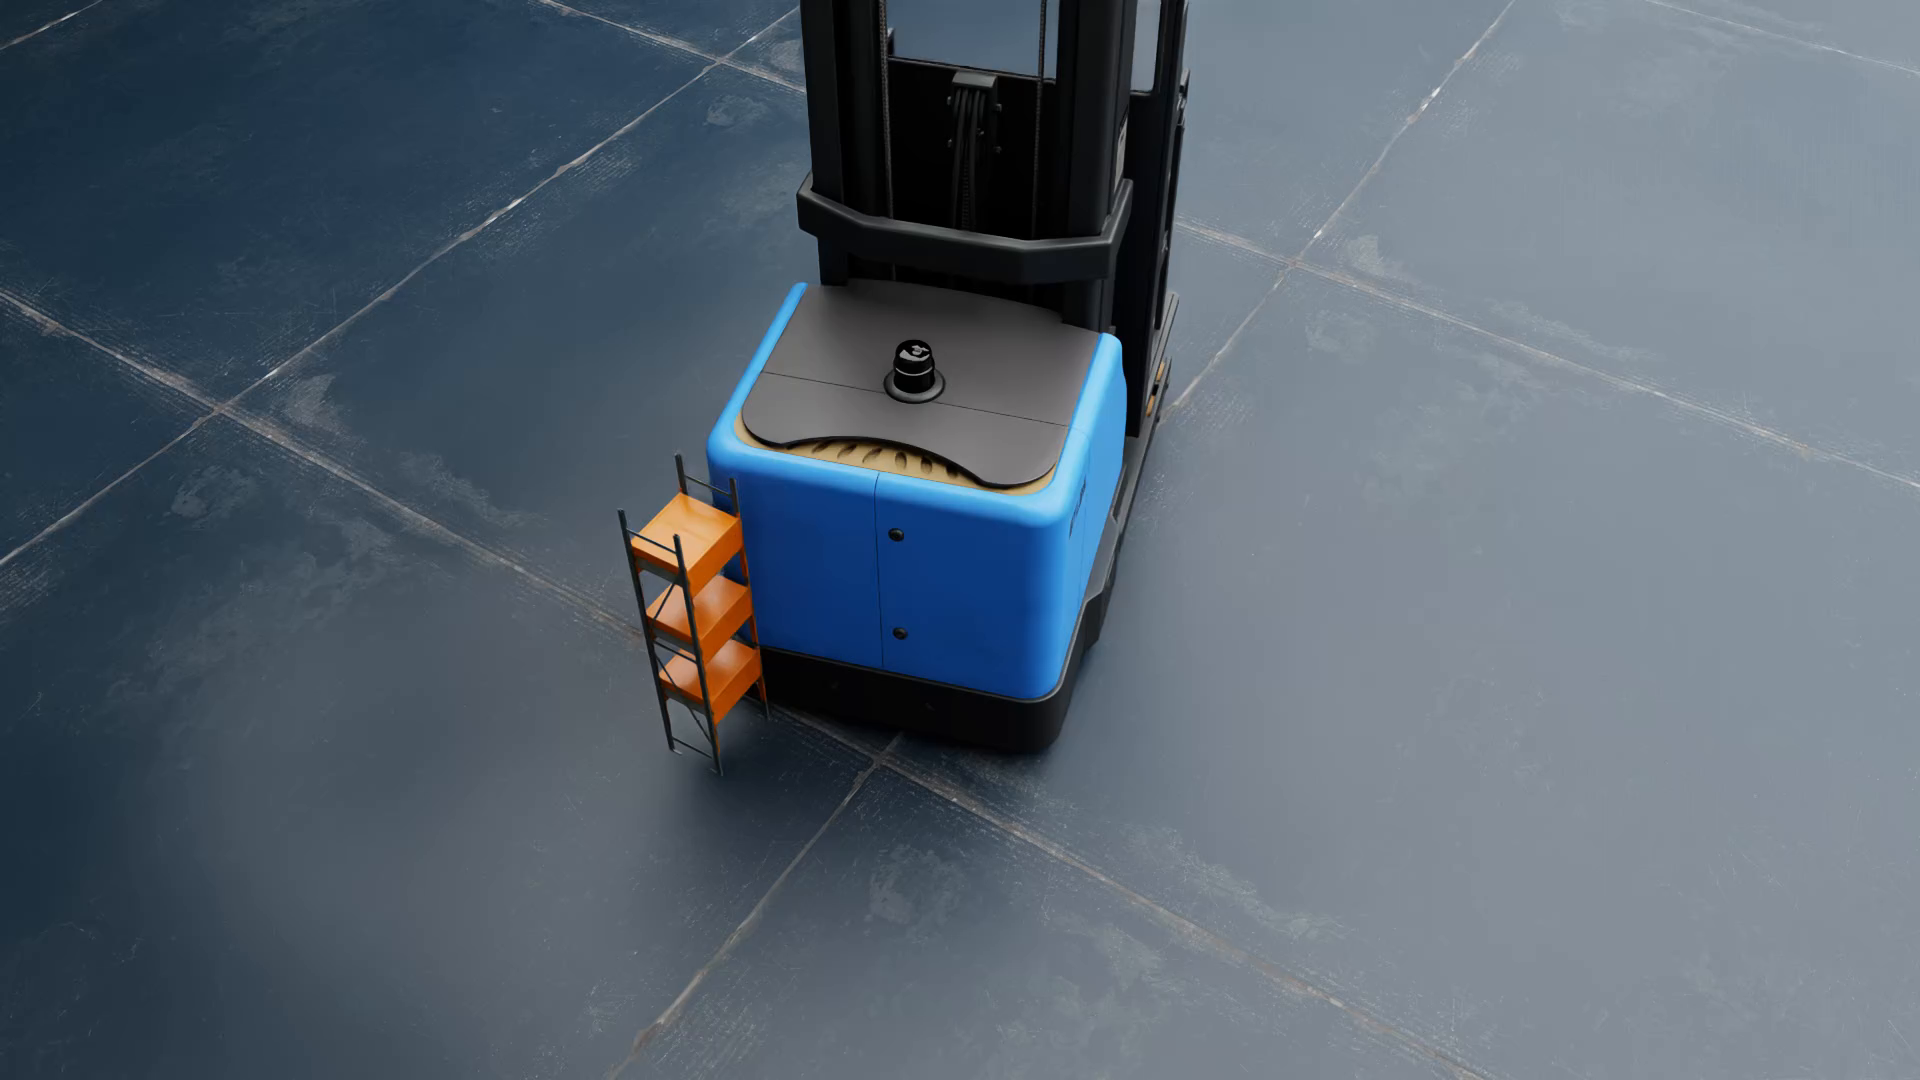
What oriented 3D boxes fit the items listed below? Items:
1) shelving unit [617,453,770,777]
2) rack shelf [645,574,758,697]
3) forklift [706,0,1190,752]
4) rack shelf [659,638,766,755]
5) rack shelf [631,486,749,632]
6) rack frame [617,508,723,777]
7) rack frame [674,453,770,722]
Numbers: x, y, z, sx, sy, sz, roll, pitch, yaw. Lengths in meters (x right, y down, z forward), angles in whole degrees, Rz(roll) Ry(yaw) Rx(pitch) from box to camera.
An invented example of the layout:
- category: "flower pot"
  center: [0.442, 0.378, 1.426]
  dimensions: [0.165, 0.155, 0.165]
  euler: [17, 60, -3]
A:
- category: "shelving unit"
  center: [-0.747, 0.242, 4.782]
  dimensions: [0.215, 1.050, 0.252]
  euler: [23, 51, 21]
- category: "rack shelf"
  center: [-0.747, 0.249, 4.789]
  dimensions: [0.215, 0.259, 0.240]
  euler: [23, 51, 21]
- category: "forklift"
  center: [0.164, -1.458, 5.123]
  dimensions: [1.130, 2.935, 3.031]
  euler: [11, 47, 10]
- category: "rack shelf"
  center: [-0.746, 0.441, 4.990]
  dimensions: [0.215, 0.259, 0.240]
  euler: [23, 51, 21]
- category: "rack shelf"
  center: [-0.748, 0.053, 4.584]
  dimensions: [0.215, 0.259, 0.240]
  euler: [23, 51, 21]
- category: "rack frame"
  center: [-0.810, 0.317, 4.709]
  dimensions: [0.200, 1.050, 0.008]
  euler: [23, 51, 21]
- category: "rack frame"
  center: [-0.684, 0.166, 4.854]
  dimensions: [0.200, 1.050, 0.008]
  euler: [23, 51, 21]
